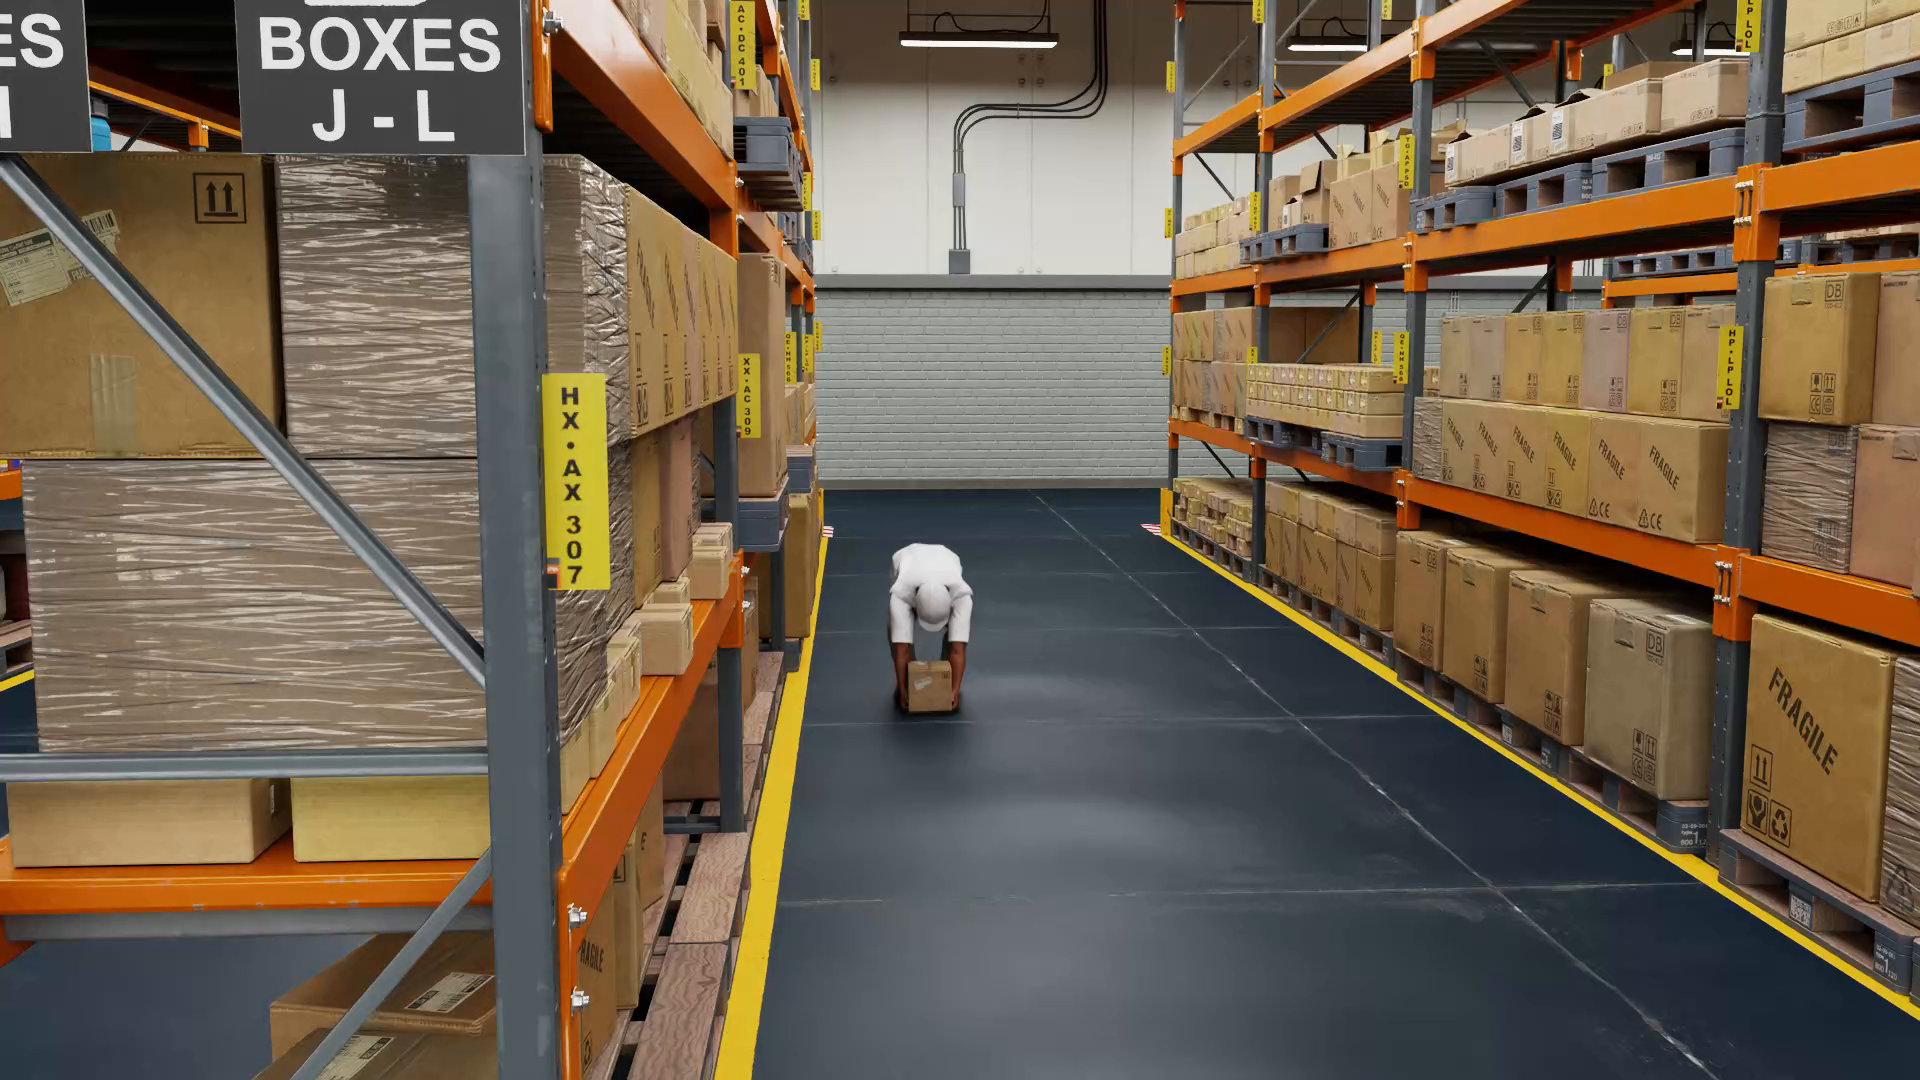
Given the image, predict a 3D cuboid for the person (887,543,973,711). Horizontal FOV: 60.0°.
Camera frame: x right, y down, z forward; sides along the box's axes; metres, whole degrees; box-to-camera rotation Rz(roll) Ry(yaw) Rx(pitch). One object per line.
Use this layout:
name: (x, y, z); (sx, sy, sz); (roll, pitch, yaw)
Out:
person: (-0.182, 0.504, 9.960); (0.511, 0.925, 0.975); (0, 7, -3)
